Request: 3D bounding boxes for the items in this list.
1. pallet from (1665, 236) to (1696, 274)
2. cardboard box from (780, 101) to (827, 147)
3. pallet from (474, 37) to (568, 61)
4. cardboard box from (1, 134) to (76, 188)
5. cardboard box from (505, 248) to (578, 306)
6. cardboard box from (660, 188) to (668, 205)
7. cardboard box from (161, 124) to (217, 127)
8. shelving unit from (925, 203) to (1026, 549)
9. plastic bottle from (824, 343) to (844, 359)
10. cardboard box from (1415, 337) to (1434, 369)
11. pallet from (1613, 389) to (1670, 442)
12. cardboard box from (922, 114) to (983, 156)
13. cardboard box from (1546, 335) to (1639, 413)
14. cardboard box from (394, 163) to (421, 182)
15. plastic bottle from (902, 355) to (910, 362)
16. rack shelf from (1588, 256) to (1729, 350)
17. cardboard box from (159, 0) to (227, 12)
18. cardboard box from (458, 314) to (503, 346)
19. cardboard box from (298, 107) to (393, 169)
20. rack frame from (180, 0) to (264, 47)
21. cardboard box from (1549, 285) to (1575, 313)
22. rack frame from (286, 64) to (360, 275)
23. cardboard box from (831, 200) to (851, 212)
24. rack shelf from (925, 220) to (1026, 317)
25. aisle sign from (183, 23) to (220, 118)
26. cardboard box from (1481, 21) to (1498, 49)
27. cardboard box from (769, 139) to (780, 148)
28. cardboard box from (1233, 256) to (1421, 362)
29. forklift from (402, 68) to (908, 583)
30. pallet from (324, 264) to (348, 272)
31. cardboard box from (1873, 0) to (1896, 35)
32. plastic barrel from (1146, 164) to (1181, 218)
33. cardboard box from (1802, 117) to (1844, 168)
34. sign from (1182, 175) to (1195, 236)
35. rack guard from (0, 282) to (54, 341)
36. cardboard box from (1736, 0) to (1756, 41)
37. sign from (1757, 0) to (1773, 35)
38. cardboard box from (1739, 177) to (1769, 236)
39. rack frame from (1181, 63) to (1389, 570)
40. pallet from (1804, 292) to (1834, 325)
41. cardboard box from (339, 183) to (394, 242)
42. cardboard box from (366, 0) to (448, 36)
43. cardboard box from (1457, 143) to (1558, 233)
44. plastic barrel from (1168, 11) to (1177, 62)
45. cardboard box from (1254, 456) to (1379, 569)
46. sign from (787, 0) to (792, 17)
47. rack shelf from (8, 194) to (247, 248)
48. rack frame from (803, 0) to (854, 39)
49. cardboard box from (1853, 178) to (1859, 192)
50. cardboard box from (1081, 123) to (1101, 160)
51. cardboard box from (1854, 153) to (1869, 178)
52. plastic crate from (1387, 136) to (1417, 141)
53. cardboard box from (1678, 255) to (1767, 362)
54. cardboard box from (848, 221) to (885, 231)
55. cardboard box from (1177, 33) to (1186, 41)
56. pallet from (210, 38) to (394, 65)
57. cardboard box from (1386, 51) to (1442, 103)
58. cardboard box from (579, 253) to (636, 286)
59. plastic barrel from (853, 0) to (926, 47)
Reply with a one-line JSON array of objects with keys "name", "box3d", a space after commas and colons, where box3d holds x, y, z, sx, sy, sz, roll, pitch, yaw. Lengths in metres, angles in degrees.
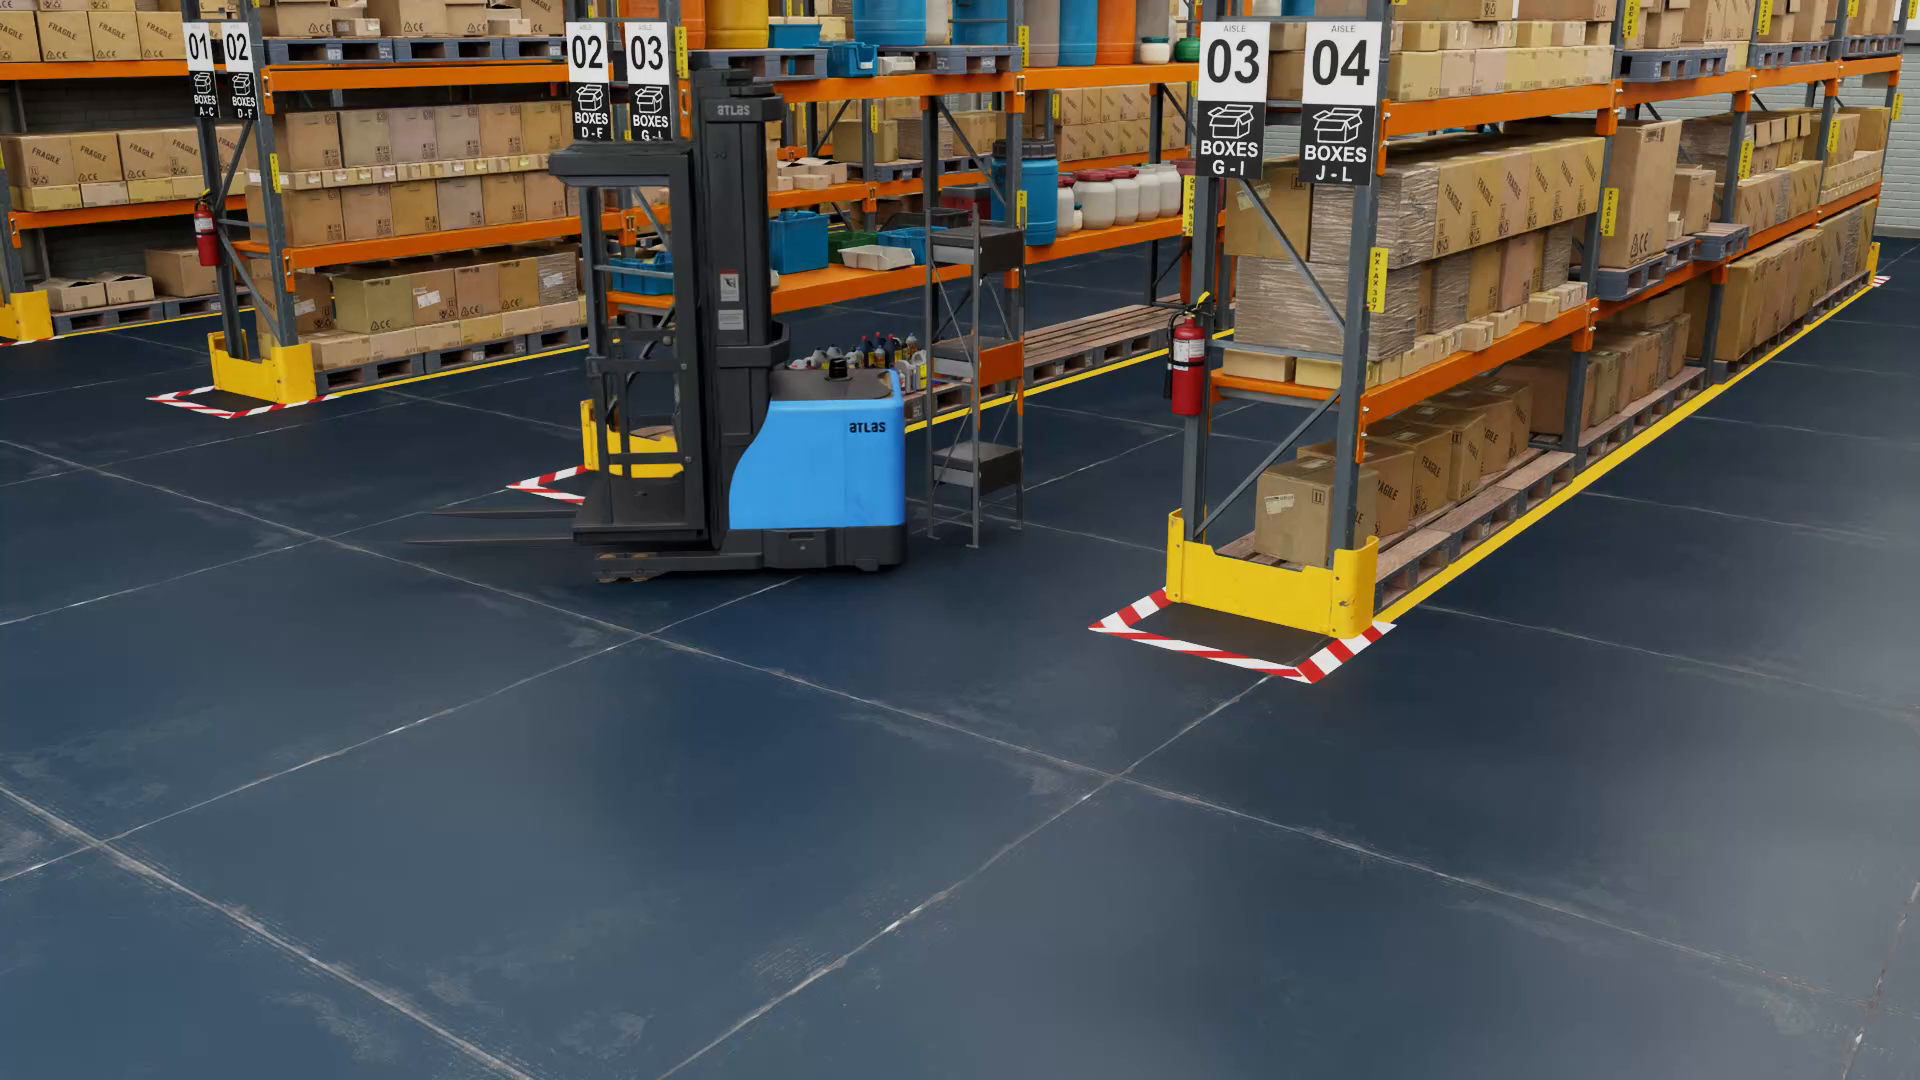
[{"name": "pallet", "box3d": [5.316, -2.348, 13.570, 1.003, 0.211, 1.213, 12, 21, 35]}, {"name": "cardboard box", "box3d": [-2.752, -6.766, 26.969, 0.980, 0.700, 0.700, 13, 21, 36]}, {"name": "pallet", "box3d": [-4.362, -4.899, 16.554, 1.003, 0.211, 1.213, 12, 21, 35]}, {"name": "cardboard box", "box3d": [-9.712, -3.995, 17.506, 0.500, 0.500, 0.500, 12, 21, 35]}, {"name": "cardboard box", "box3d": [-4.282, -2.696, 17.032, 0.500, 0.500, 0.500, 12, 21, 35]}, {"name": "cardboard box", "box3d": [-3.182, -3.772, 18.255, 0.380, 0.149, 0.250, 12, 21, 35]}, {"name": "cardboard box", "box3d": [-8.915, -4.572, 19.364, 0.500, 0.500, 0.500, 13, 22, 36]}, {"name": "shelving unit", "box3d": [0.099, -1.042, 10.559, 0.431, 2.100, 0.503, 12, 21, 35]}, {"name": "plastic bottle", "box3d": [-1.079, -1.521, 14.307, 0.144, 0.351, 0.185, 12, 21, 34]}, {"name": "cardboard box", "box3d": [2.515, -1.095, 9.635, 0.380, 0.149, 0.250, 12, 21, 35]}, {"name": "pallet", "box3d": [5.268, -1.111, 13.966, 1.003, 0.211, 1.213, 12, 21, 35]}, {"name": "cardboard box", "box3d": [-0.111, -5.439, 22.323, 0.700, 0.500, 0.500, 7, 19, 21]}, {"name": "cardboard box", "box3d": [5.095, -1.368, 13.564, 0.700, 0.500, 0.500, 10, 20, 30]}, {"name": "cardboard box", "box3d": [-5.237, -3.423, 15.447, 0.380, 0.149, 0.250, 12, 21, 33]}, {"name": "plastic bottle", "box3d": [-0.455, -1.439, 14.157, 0.061, 0.283, 0.133, 12, 21, 35]}, {"name": "rack shelf", "box3d": [5.271, -2.098, 13.656, 1.077, 0.370, 4.000, 12, 21, 35]}, {"name": "cardboard box", "box3d": [-8.557, -6.133, 18.488, 0.500, 0.500, 0.500, 12, 21, 33]}, {"name": "cardboard box", "box3d": [-4.864, -2.097, 16.367, 0.500, 0.250, 0.500, 12, 21, 35]}, {"name": "cardboard box", "box3d": [-5.629, -3.679, 15.178, 0.700, 0.500, 0.500, 12, 21, 33]}, {"name": "rack frame", "box3d": [-6.258, -5.629, 13.697, 1.000, 3.000, 0.127, 12, 21, 35]}, {"name": "cardboard box", "box3d": [4.031, -1.684, 11.534, 0.380, 0.149, 0.250, 12, 21, 35]}, {"name": "rack frame", "box3d": [-7.855, -4.591, 20.471, 1.000, 3.000, 0.127, 12, 21, 35]}, {"name": "cardboard box", "box3d": [-2.258, -5.783, 27.814, 0.700, 0.500, 0.500, 12, 21, 34]}, {"name": "rack shelf", "box3d": [0.099, -1.698, 10.356, 0.431, 0.518, 0.480, 12, 21, 35]}, {"name": "aisle sign", "box3d": [-6.533, -4.042, 14.318, 0.394, 0.787, 0.004, 12, 21, 35]}, {"name": "cardboard box", "box3d": [2.848, -2.893, 9.523, 0.380, 0.149, 0.250, 11, 21, 32]}, {"name": "cardboard box", "box3d": [-3.062, -6.256, 26.221, 0.380, 0.149, 0.250, 13, 21, 35]}, {"name": "cardboard box", "box3d": [2.046, -1.329, 9.294, 0.875, 0.500, 0.500, 12, 21, 35]}, {"name": "forklift", "box3d": [-1.859, -1.308, 10.013, 3.031, 2.935, 1.130, -1, 17, -4]}, {"name": "pallet", "box3d": [-7.392, -3.445, 21.482, 1.003, 0.211, 1.213, 12, 21, 35]}, {"name": "cardboard box", "box3d": [10.962, -6.419, 20.253, 0.700, 0.500, 0.500, 11, 20, 31]}, {"name": "plastic barrel", "box3d": [2.043, -3.564, 16.974, 0.421, 0.512, 0.421, 0, 17, 0]}, {"name": "cardboard box", "box3d": [9.337, -4.368, 18.240, 0.500, 0.500, 0.500, 12, 21, 35]}, {"name": "sign", "box3d": [1.262, -1.819, 9.060, 0.100, 0.325, 0.005, 12, 21, 35]}, {"name": "rack guard", "box3d": [-10.193, -2.463, 17.832, 1.175, 0.500, 0.348, 12, 21, 35]}, {"name": "cardboard box", "box3d": [6.379, -4.479, 14.041, 0.500, 0.500, 0.500, 13, 22, 36]}, {"name": "sign", "box3d": [6.897, -4.501, 14.251, 0.100, 0.325, 0.005, 12, 21, 35]}, {"name": "cardboard box", "box3d": [7.276, -3.157, 15.683, 0.500, 0.500, 0.500, 12, 21, 33]}, {"name": "rack frame", "box3d": [1.696, -1.013, 8.947, 1.000, 3.000, 0.127, 12, 21, 35]}, {"name": "pallet", "box3d": [9.362, -2.706, 19.103, 1.003, 0.211, 1.213, 12, 21, 35]}, {"name": "cardboard box", "box3d": [-5.660, -3.047, 15.328, 0.700, 0.500, 0.500, 13, 22, 36]}, {"name": "cardboard box", "box3d": [-5.049, -4.859, 15.162, 0.500, 0.500, 0.500, 12, 21, 35]}, {"name": "cardboard box", "box3d": [3.437, -2.239, 10.539, 0.500, 0.500, 0.500, 12, 21, 35]}, {"name": "plastic barrel", "box3d": [2.054, -5.259, 17.376, 0.421, 0.512, 0.421, 0, 17, 0]}, {"name": "cardboard box", "box3d": [2.081, -0.165, 9.725, 0.500, 0.500, 0.500, -15, 23, -40]}, {"name": "sign", "box3d": [-2.647, -8.233, 25.737, 0.100, 0.325, 0.005, 12, 21, 35]}, {"name": "rack shelf", "box3d": [-9.047, -3.771, 19.044, 1.077, 0.370, 4.000, 12, 21, 35]}, {"name": "rack frame", "box3d": [-1.491, -7.535, 19.833, 1.000, 3.000, 0.127, 12, 21, 35]}, {"name": "cardboard box", "box3d": [10.371, -4.197, 19.623, 0.380, 0.149, 0.250, 13, 21, 36]}, {"name": "cardboard box", "box3d": [1.717, -5.866, 24.406, 0.500, 0.500, 0.500, 13, 21, 36]}, {"name": "cardboard box", "box3d": [10.548, -4.490, 19.895, 0.500, 0.250, 0.500, 12, 21, 33]}, {"name": "plastic crate", "box3d": [5.602, -4.974, 21.493, 0.402, 0.464, 0.583, 12, 21, 35]}, {"name": "cardboard box", "box3d": [6.890, -2.265, 15.853, 1.225, 0.875, 0.875, 11, 21, 32]}, {"name": "cardboard box", "box3d": [-1.122, -3.950, 21.879, 0.500, 0.500, 0.500, 13, 22, 37]}, {"name": "cardboard box", "box3d": [3.181, -7.767, 25.892, 0.500, 0.250, 0.500, 12, 21, 35]}, {"name": "pallet", "box3d": [-5.816, -4.318, 14.683, 1.003, 0.211, 1.213, 12, 21, 35]}, {"name": "cardboard box", "box3d": [2.191, -2.443, 8.747, 0.500, 0.250, 0.500, 13, 22, 36]}, {"name": "cardboard box", "box3d": [-3.863, -3.019, 18.391, 0.500, 0.311, 0.500, 12, 21, 35]}, {"name": "plastic barrel", "box3d": [-0.578, -4.495, 13.549, 0.600, 0.901, 0.708, 12, 21, 35]}]
